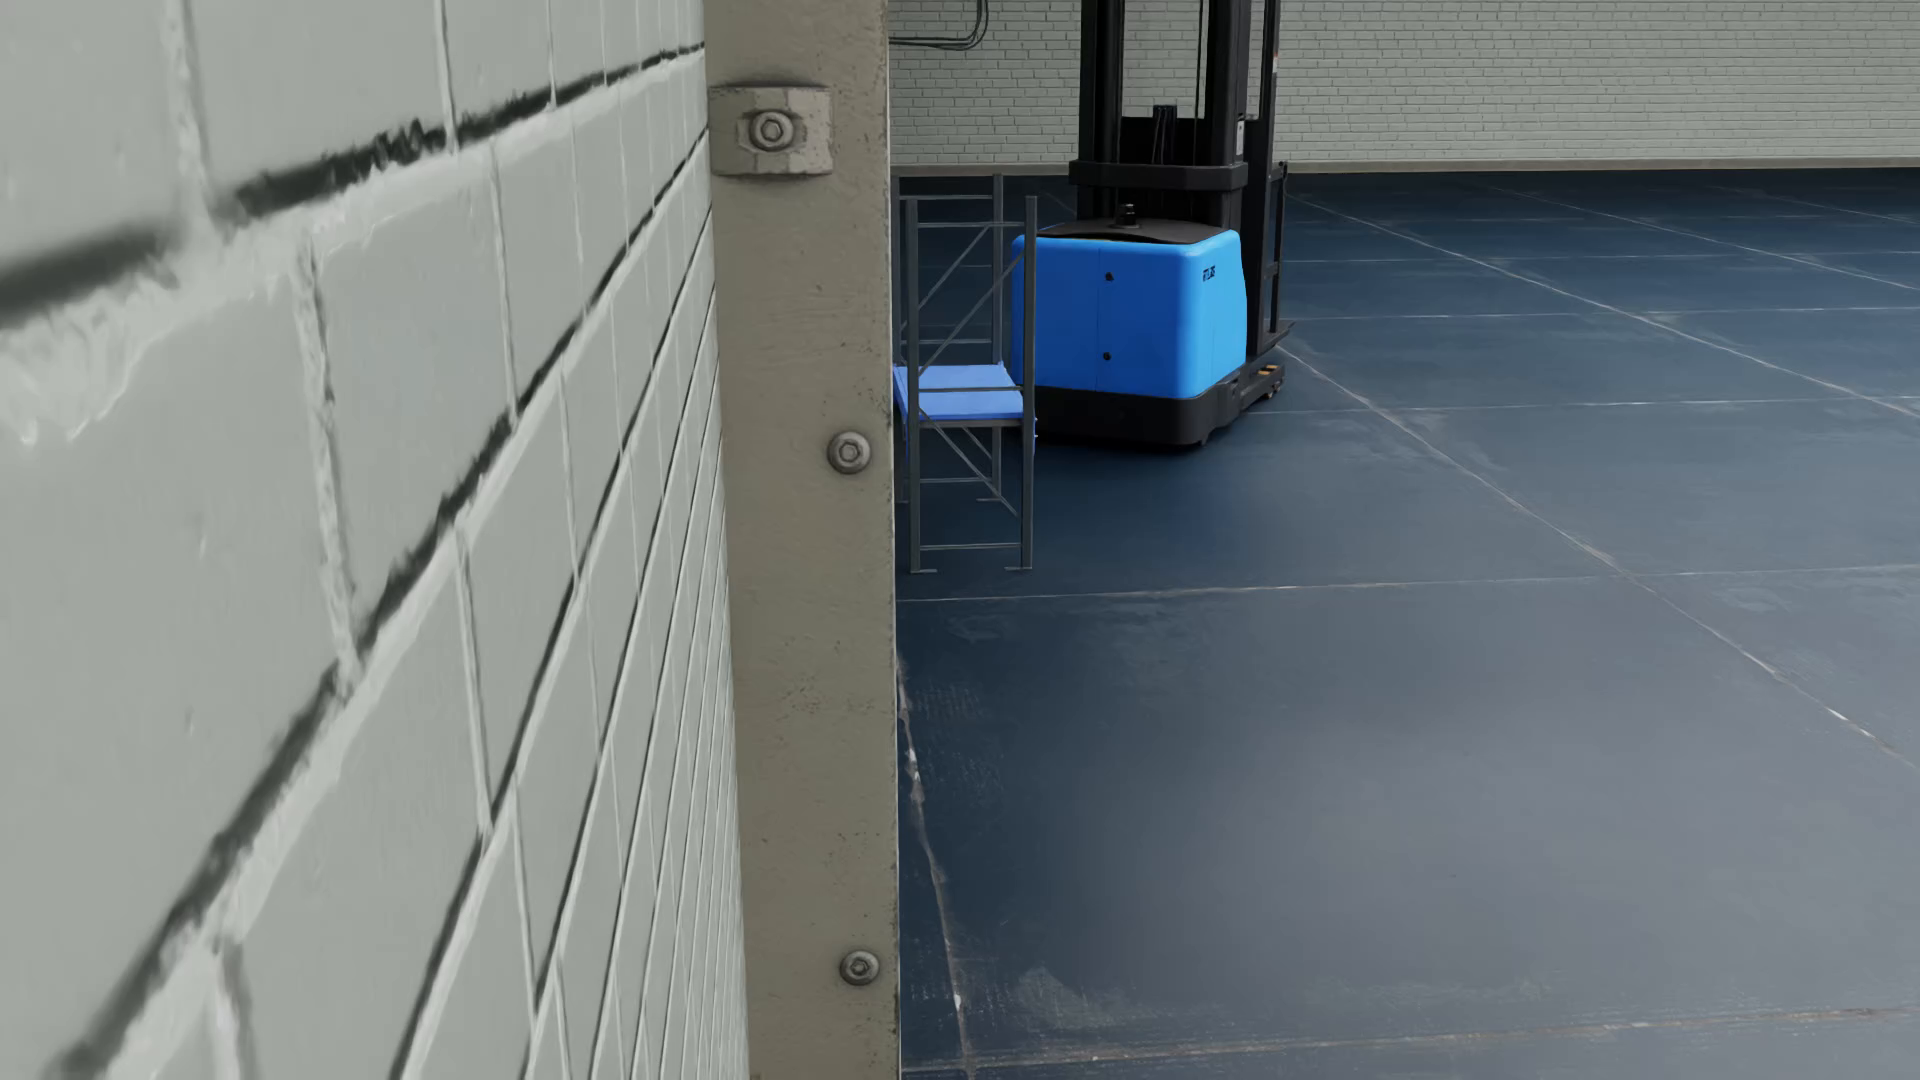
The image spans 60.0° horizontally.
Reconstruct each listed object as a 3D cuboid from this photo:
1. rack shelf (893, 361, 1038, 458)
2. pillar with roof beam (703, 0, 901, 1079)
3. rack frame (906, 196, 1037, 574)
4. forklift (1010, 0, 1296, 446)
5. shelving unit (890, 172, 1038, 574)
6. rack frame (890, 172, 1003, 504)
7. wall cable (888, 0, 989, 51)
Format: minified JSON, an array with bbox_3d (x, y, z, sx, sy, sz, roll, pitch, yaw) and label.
[{"bbox_3d":[-0.009,-0.569,7.087,0.538,0.185,1.000,-2,18,-6],"label":"rack shelf"},{"bbox_3d":[3.990,-3.285,2.618,9.100,9.000,0.400,-2,18,-6],"label":"pillar with roof beam"},{"bbox_3d":[0.044,-0.590,6.551,0.500,1.500,0.032,-2,18,-6],"label":"rack frame"},{"bbox_3d":[1.313,-2.282,9.552,1.130,2.935,3.031,8,19,23],"label":"forklift"},{"bbox_3d":[-0.009,-0.741,7.033,0.538,1.500,1.048,-2,18,-6],"label":"shelving unit"},{"bbox_3d":[-0.061,-0.892,7.516,0.500,1.500,0.032,-2,18,-6],"label":"rack frame"},{"bbox_3d":[-1.137,-7.952,22.668,3.097,2.526,0.112,-2,18,-6],"label":"wall cable"}]
